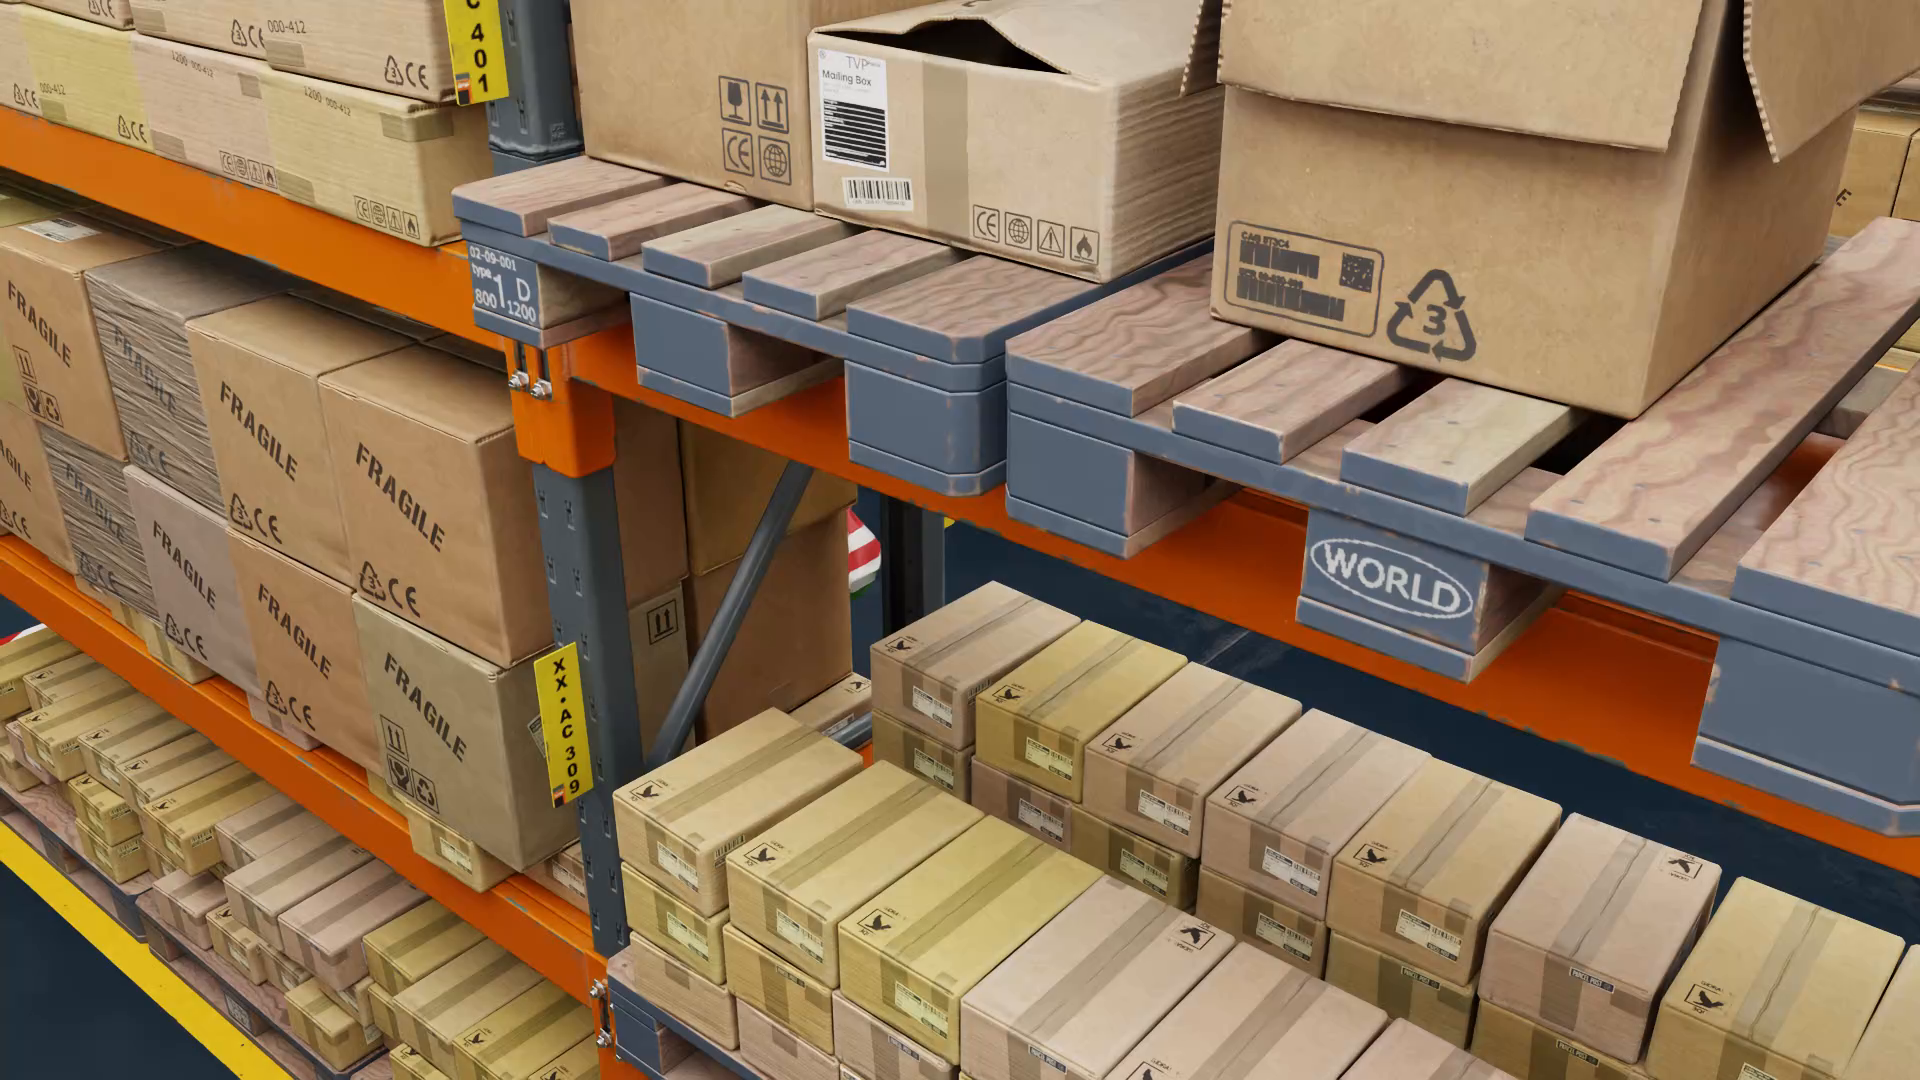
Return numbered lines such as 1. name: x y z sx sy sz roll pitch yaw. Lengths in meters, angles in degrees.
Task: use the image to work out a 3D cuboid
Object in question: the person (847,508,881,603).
1. person: -0.728 0.092 6.680 0.857 1.093 0.574 21 34 34
